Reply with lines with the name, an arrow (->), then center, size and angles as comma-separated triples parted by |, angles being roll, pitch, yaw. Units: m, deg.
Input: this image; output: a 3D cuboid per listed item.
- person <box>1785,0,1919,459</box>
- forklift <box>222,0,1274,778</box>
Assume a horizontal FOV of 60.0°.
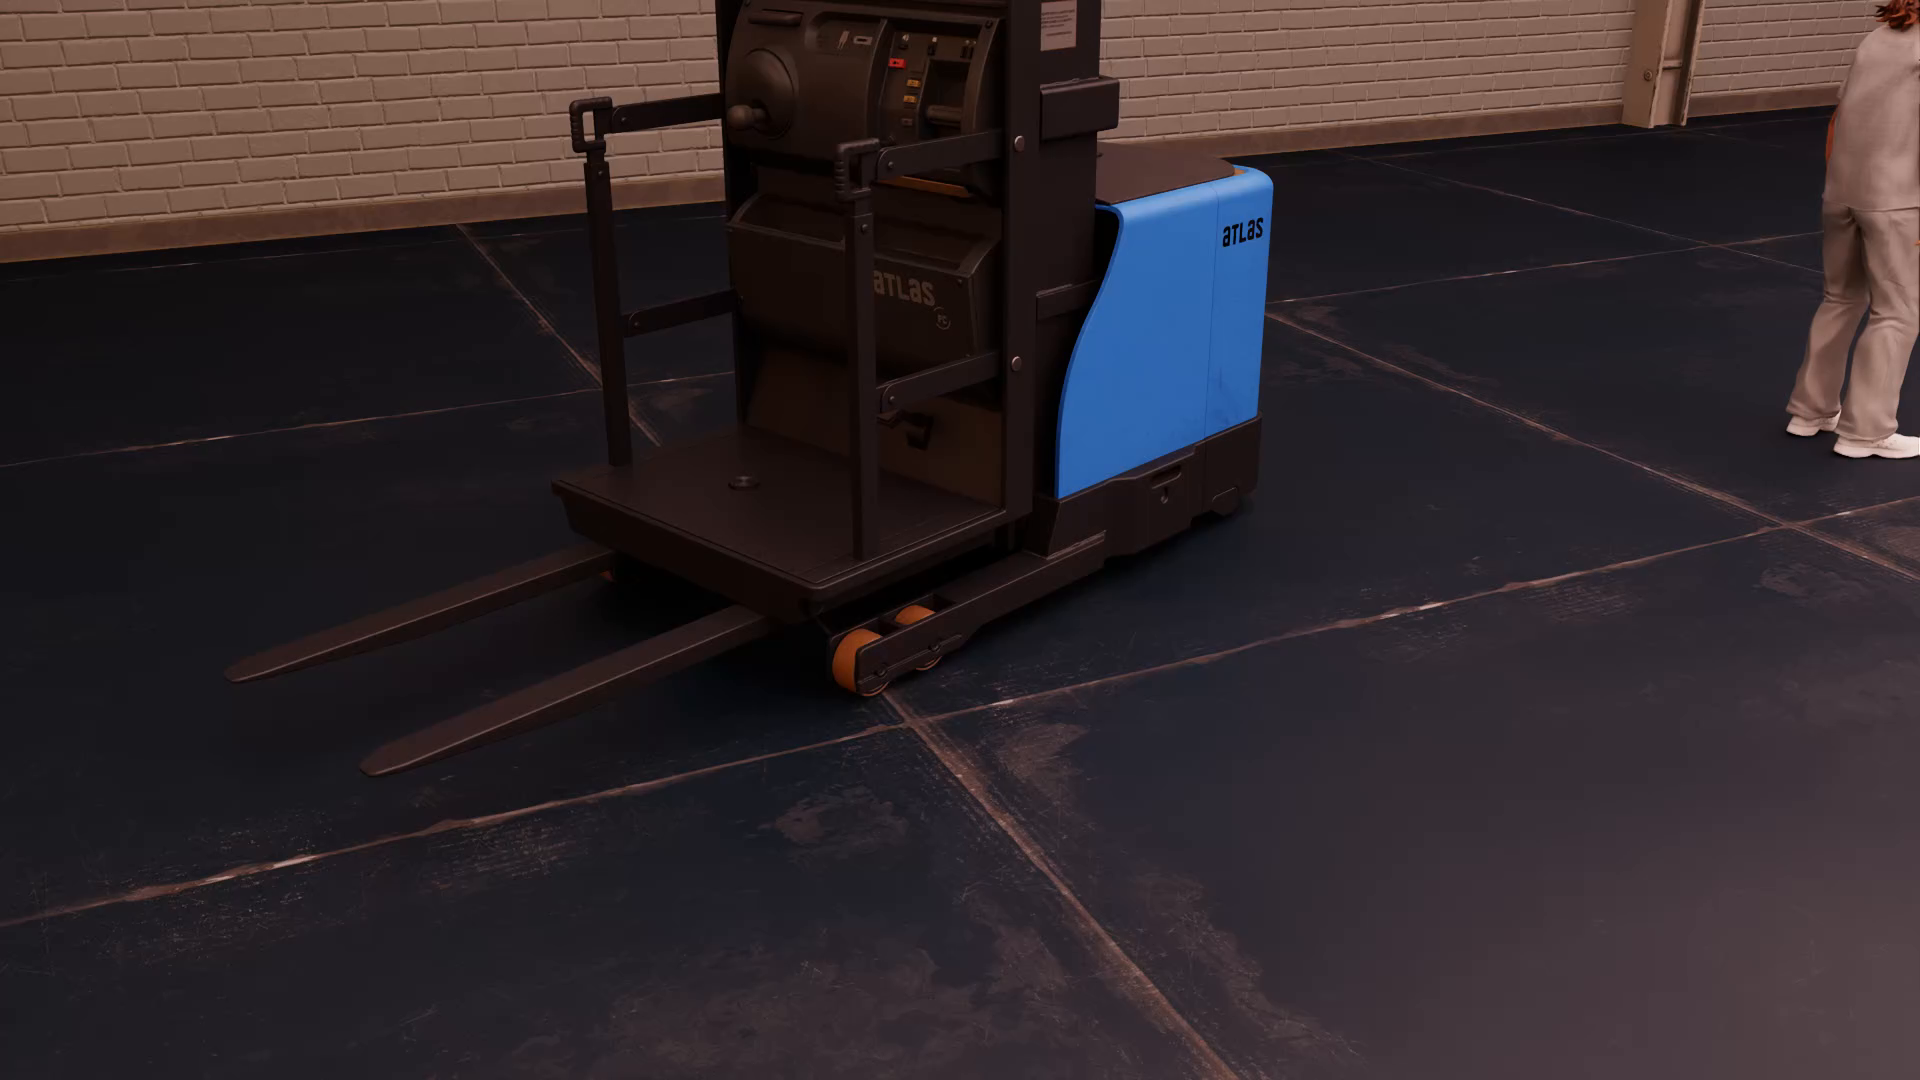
person -> 3.144, -1.131, 5.653 | 0.365, 1.671, 0.505 | -7, 24, -17
forklift -> -0.413, -1.182, 4.131 | 1.130, 2.935, 3.031 | 19, 29, 39
